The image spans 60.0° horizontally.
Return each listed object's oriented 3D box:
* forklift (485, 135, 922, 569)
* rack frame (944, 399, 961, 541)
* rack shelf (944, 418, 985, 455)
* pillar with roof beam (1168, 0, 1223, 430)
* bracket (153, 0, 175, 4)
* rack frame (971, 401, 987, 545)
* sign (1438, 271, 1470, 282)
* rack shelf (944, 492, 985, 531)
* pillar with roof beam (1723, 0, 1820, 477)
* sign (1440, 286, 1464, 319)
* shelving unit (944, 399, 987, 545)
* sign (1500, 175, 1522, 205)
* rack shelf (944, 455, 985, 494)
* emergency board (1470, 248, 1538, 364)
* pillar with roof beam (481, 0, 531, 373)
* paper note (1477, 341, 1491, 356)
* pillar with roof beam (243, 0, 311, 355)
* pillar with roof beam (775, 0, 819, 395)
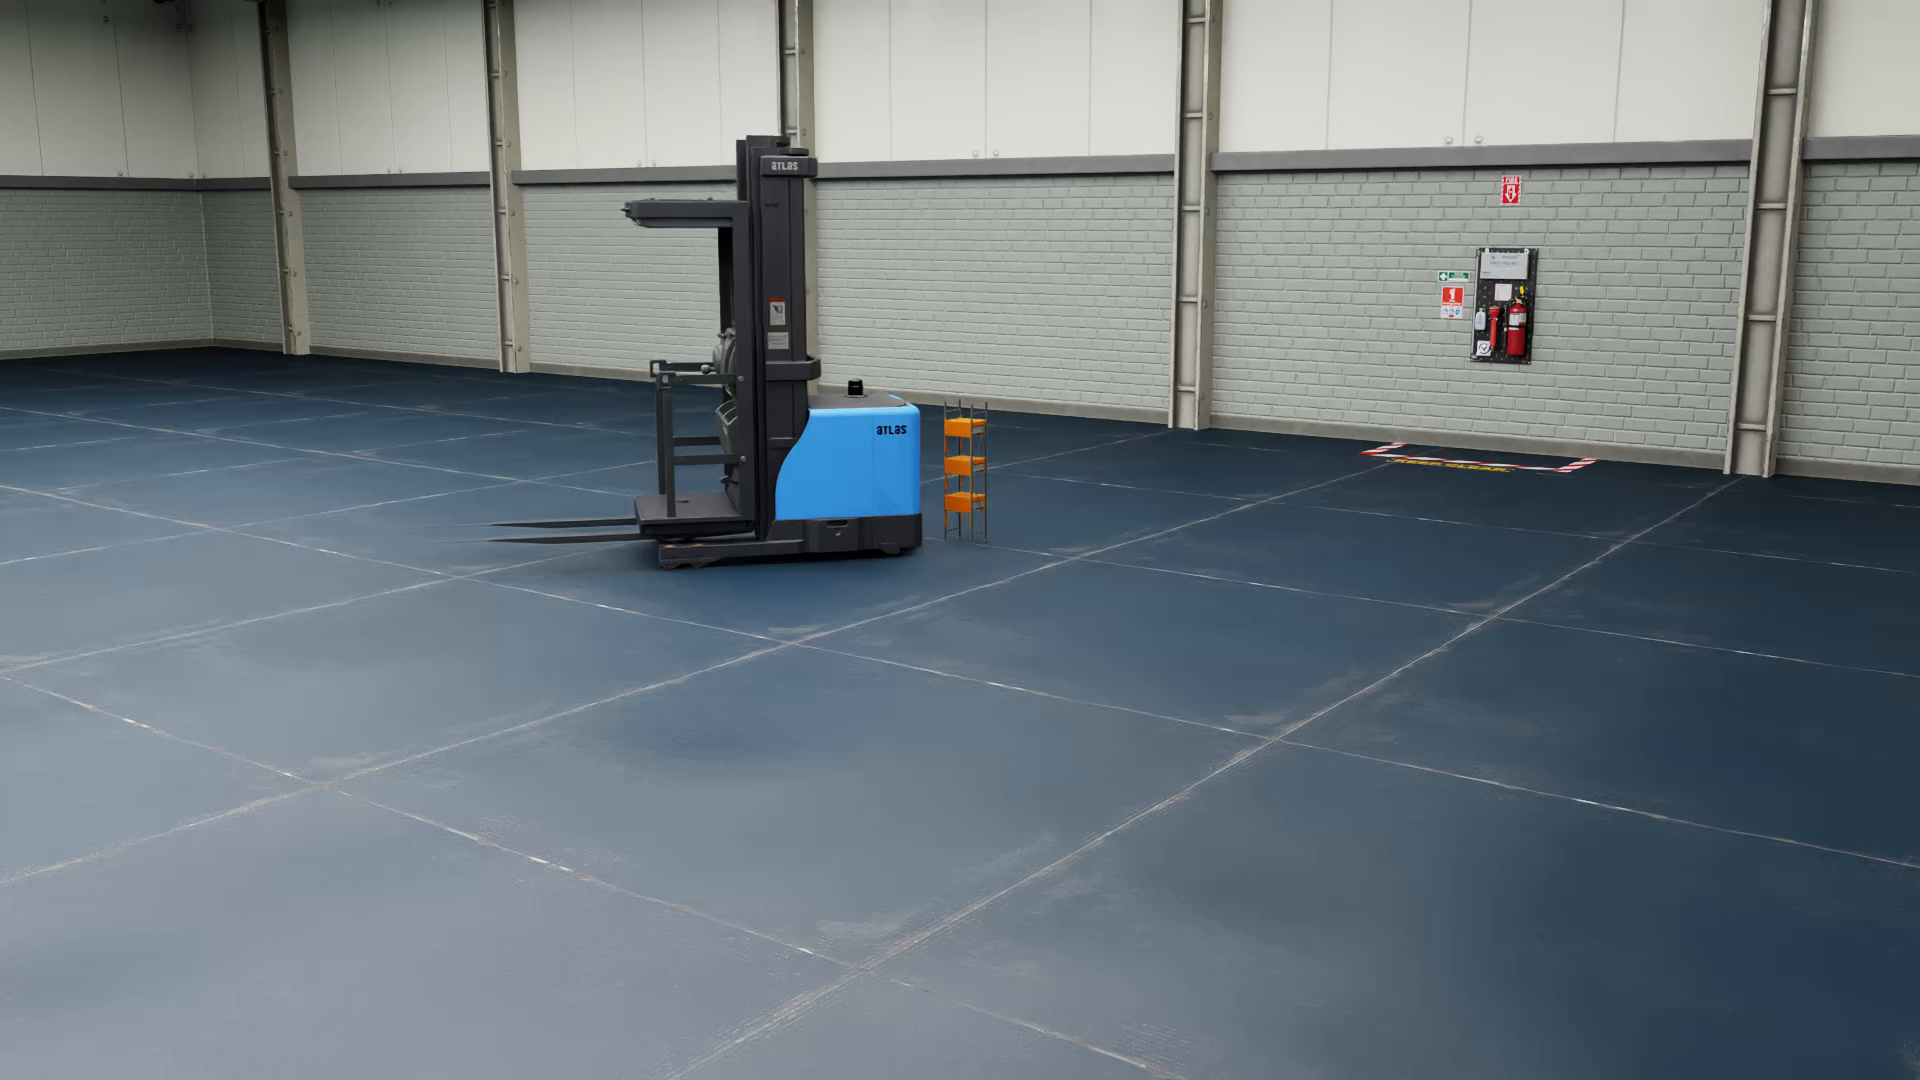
[{"bbox_3d":[-1.845,-1.349,11.784,3.031,2.935,1.130,-3,11,-13],"label":"forklift"},{"bbox_3d":[-0.055,-0.523,12.470,0.008,1.050,0.200,8,13,36],"label":"rack frame"},{"bbox_3d":[0.043,-0.778,12.347,0.240,0.259,0.215,8,13,36],"label":"rack shelf"},{"bbox_3d":[0.111,-5.065,15.017,0.400,9.000,9.100,8,13,36],"label":"pillar with roof beam"},{"bbox_3d":[-14.303,-9.773,29.880,0.430,0.232,0.235,8,13,36],"label":"bracket"},{"bbox_3d":[0.141,-0.496,12.328,0.008,1.050,0.200,8,13,36],"label":"rack frame"},{"bbox_3d":[5.140,-2.741,17.313,0.331,0.109,0.001,8,13,36],"label":"sign"},{"bbox_3d":[0.043,-0.226,12.454,0.240,0.259,0.215,8,13,36],"label":"rack shelf"},{"bbox_3d":[4.947,-4.390,11.530,0.400,9.000,9.100,8,13,36],"label":"pillar with roof beam"},{"bbox_3d":[5.142,-2.483,17.373,0.234,0.329,0.001,8,13,36],"label":"sign"},{"bbox_3d":[0.043,-0.509,12.399,0.252,1.050,0.215,8,13,36],"label":"shelving unit"},{"bbox_3d":[5.579,-3.542,16.837,0.199,0.298,0.001,8,13,36],"label":"sign"},{"bbox_3d":[0.043,-0.499,12.401,0.240,0.259,0.215,8,13,36],"label":"rack shelf"},{"bbox_3d":[5.526,-2.387,16.973,0.643,1.169,0.194,8,13,36],"label":"emergency board"},{"bbox_3d":[-9.561,-6.414,21.991,0.400,9.000,9.100,8,13,36],"label":"pillar with roof beam"},{"bbox_3d":[5.425,-1.985,17.214,0.142,0.148,0.016,8,13,36],"label":"paper note"},{"bbox_3d":[-14.397,-7.088,25.478,0.548,9.000,9.100,8,13,36],"label":"pillar with roof beam"},{"bbox_3d":[-4.725,-5.739,18.504,0.400,9.000,9.100,8,13,36],"label":"pillar with roof beam"}]
